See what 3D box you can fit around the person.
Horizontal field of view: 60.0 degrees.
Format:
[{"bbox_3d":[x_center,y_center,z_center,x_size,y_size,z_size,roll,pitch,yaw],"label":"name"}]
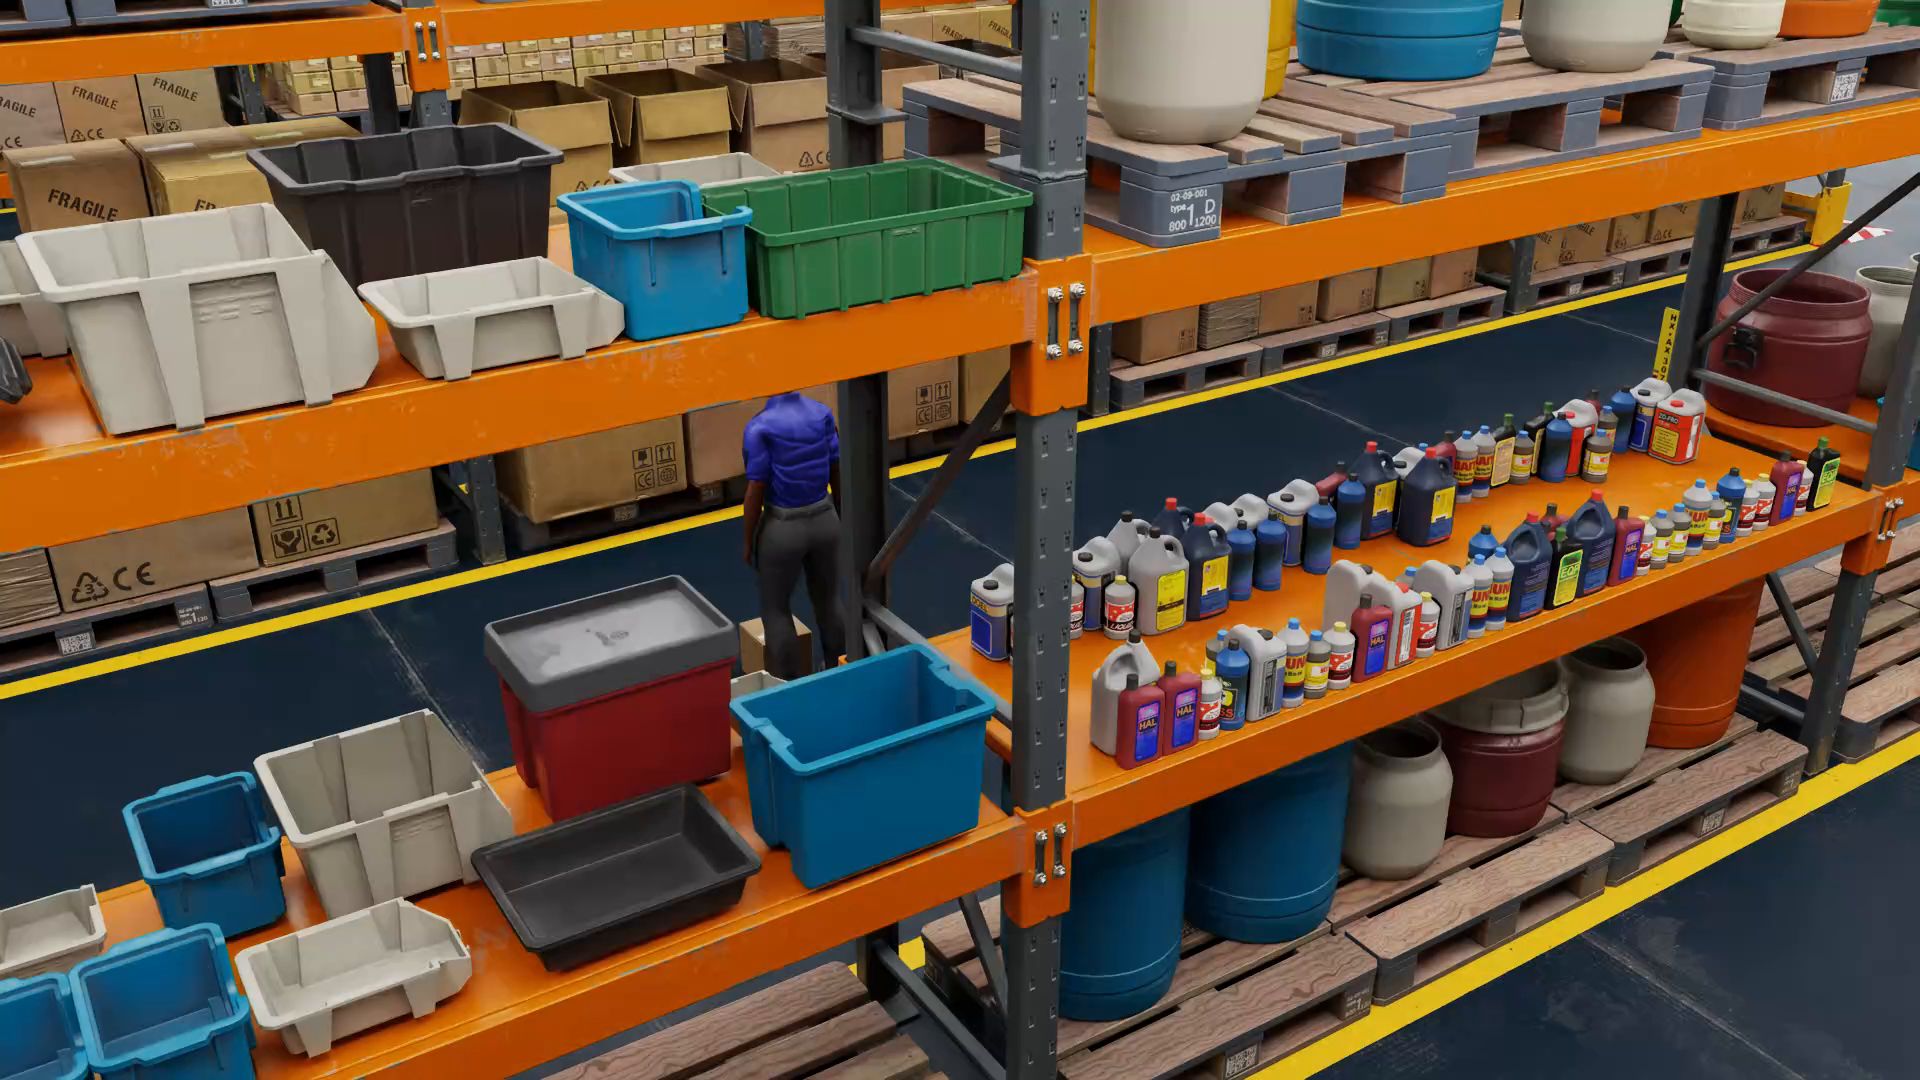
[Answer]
[{"bbox_3d":[-0.710,-0.043,7.206,0.512,1.654,0.352,-16,30,-30],"label":"person"}]
